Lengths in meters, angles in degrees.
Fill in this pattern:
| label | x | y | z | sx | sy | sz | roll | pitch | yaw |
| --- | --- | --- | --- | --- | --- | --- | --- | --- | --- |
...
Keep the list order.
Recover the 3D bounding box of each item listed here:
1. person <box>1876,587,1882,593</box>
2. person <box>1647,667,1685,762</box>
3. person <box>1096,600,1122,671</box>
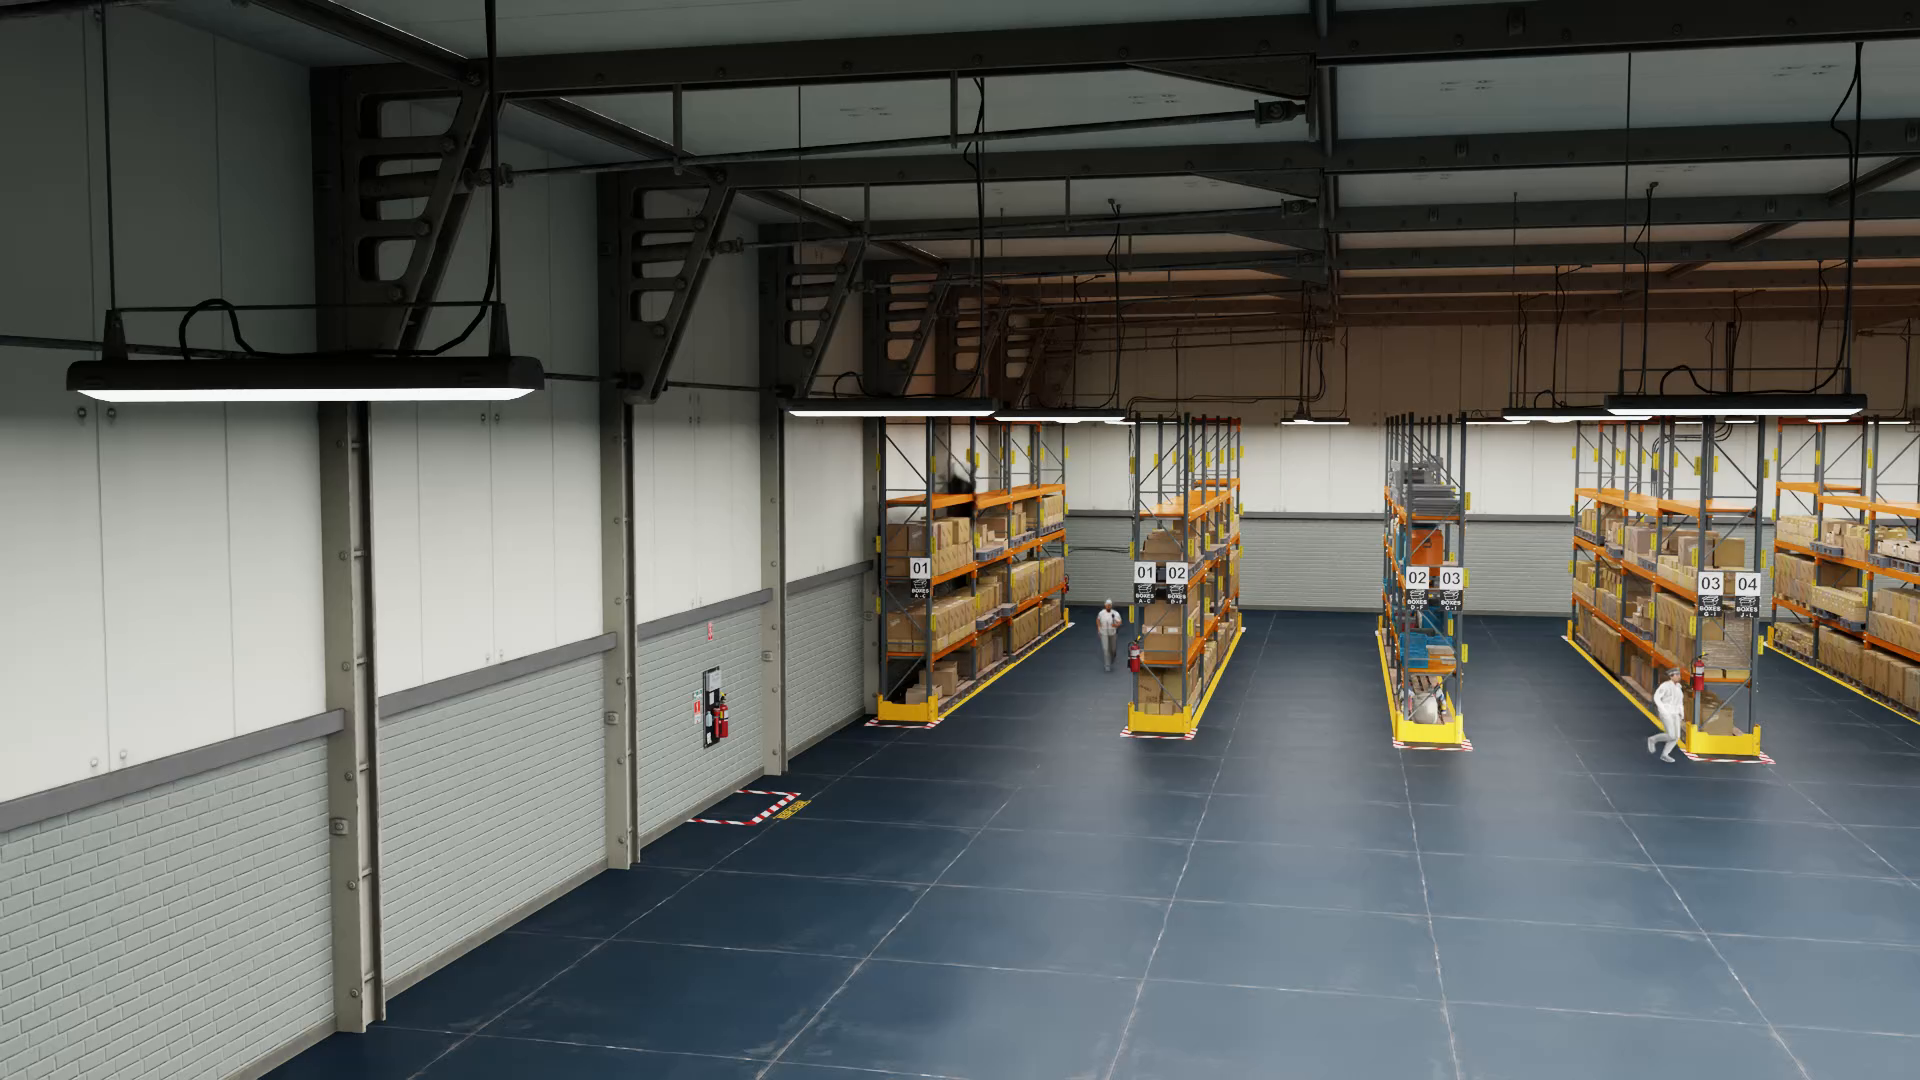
| label | x | y | z | sx | sy | sz | roll | pitch | yaw |
| --- | --- | --- | --- | --- | --- | --- | --- | --- | --- |
| person | 23.233 | 2.035 | 41.983 | 0.671 | 1.707 | 0.715 | 0 | 4 | 2 |
| person | 12.161 | 2.974 | 28.623 | 0.618 | 1.640 | 0.537 | -2 | 5 | -32 |
| person | 3.520 | 2.234 | 39.315 | 0.610 | 1.636 | 0.855 | 1 | 4 | 8 |
